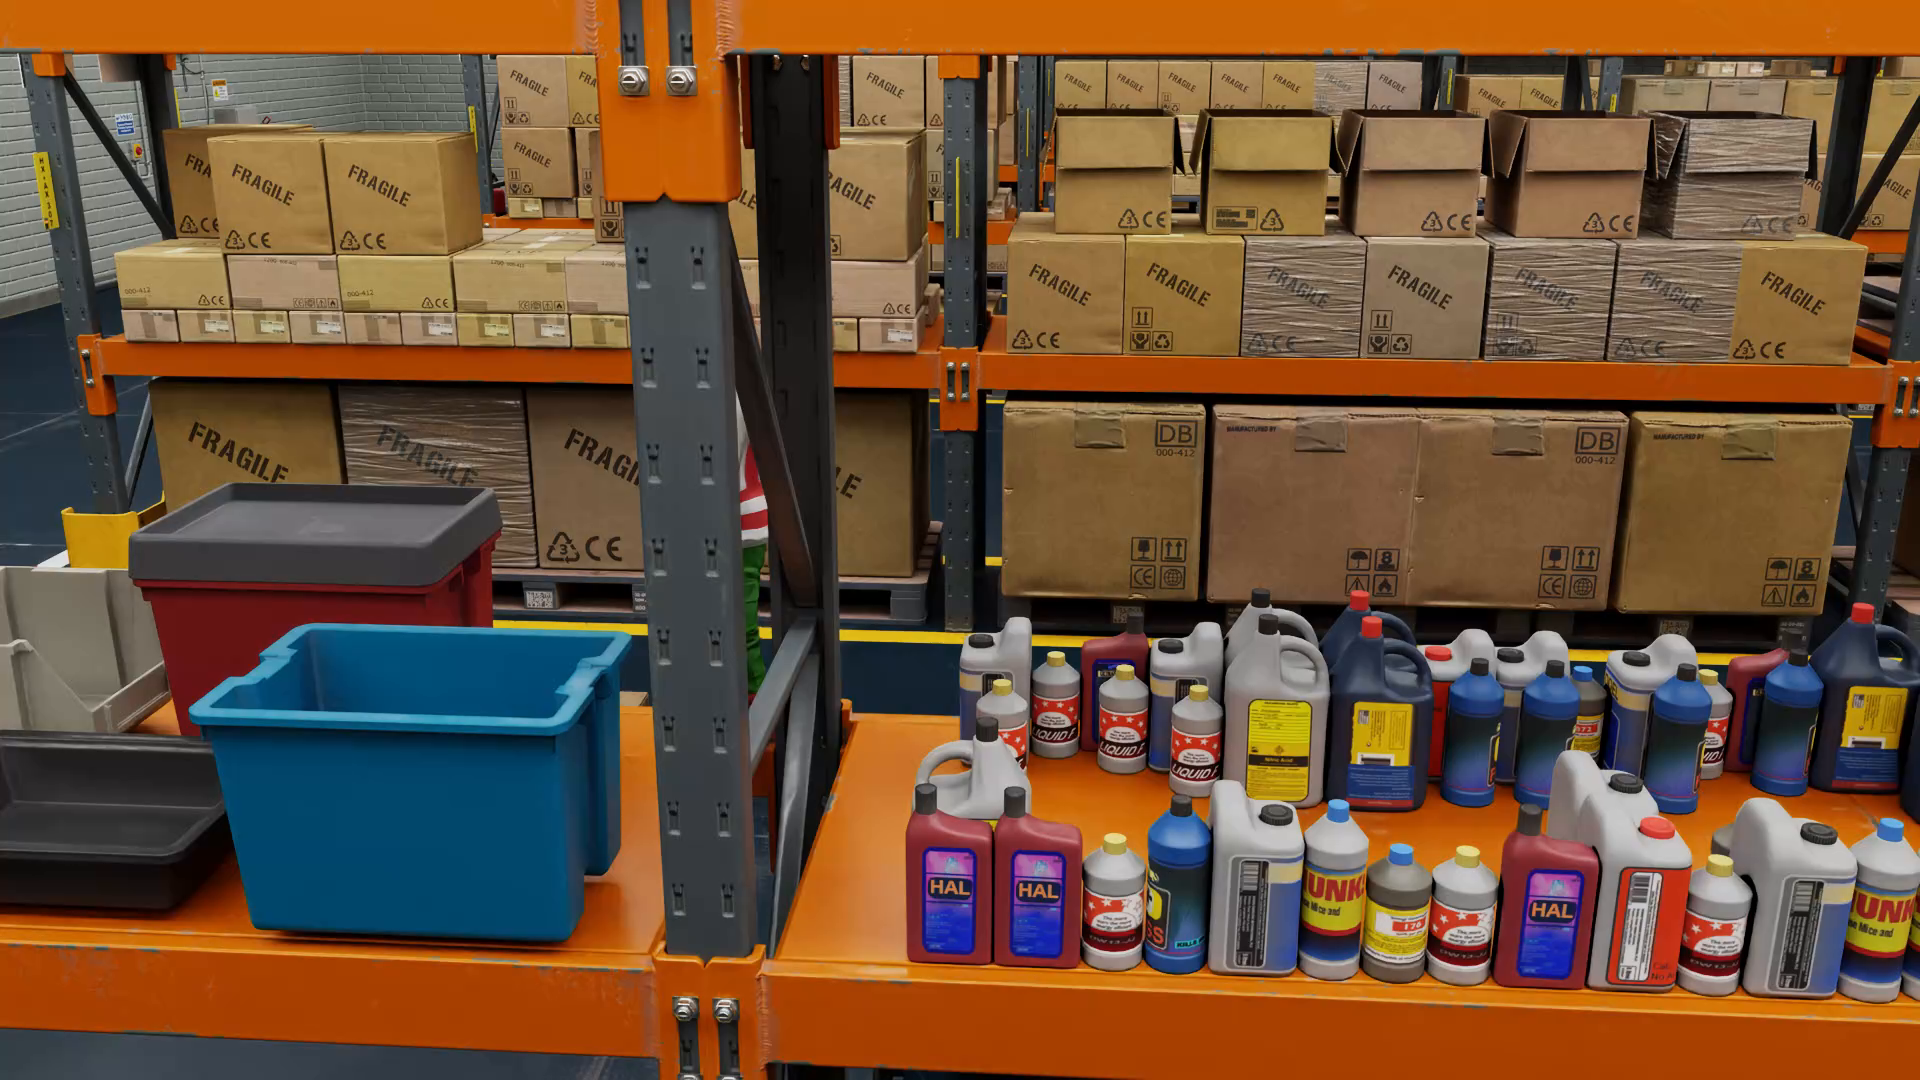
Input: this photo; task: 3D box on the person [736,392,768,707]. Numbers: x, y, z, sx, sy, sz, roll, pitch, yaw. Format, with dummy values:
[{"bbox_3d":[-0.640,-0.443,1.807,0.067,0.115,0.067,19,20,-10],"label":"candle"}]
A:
[{"bbox_3d":[-0.845,0.017,5.941,0.376,1.802,0.655,-2,17,-5],"label":"person"}]
